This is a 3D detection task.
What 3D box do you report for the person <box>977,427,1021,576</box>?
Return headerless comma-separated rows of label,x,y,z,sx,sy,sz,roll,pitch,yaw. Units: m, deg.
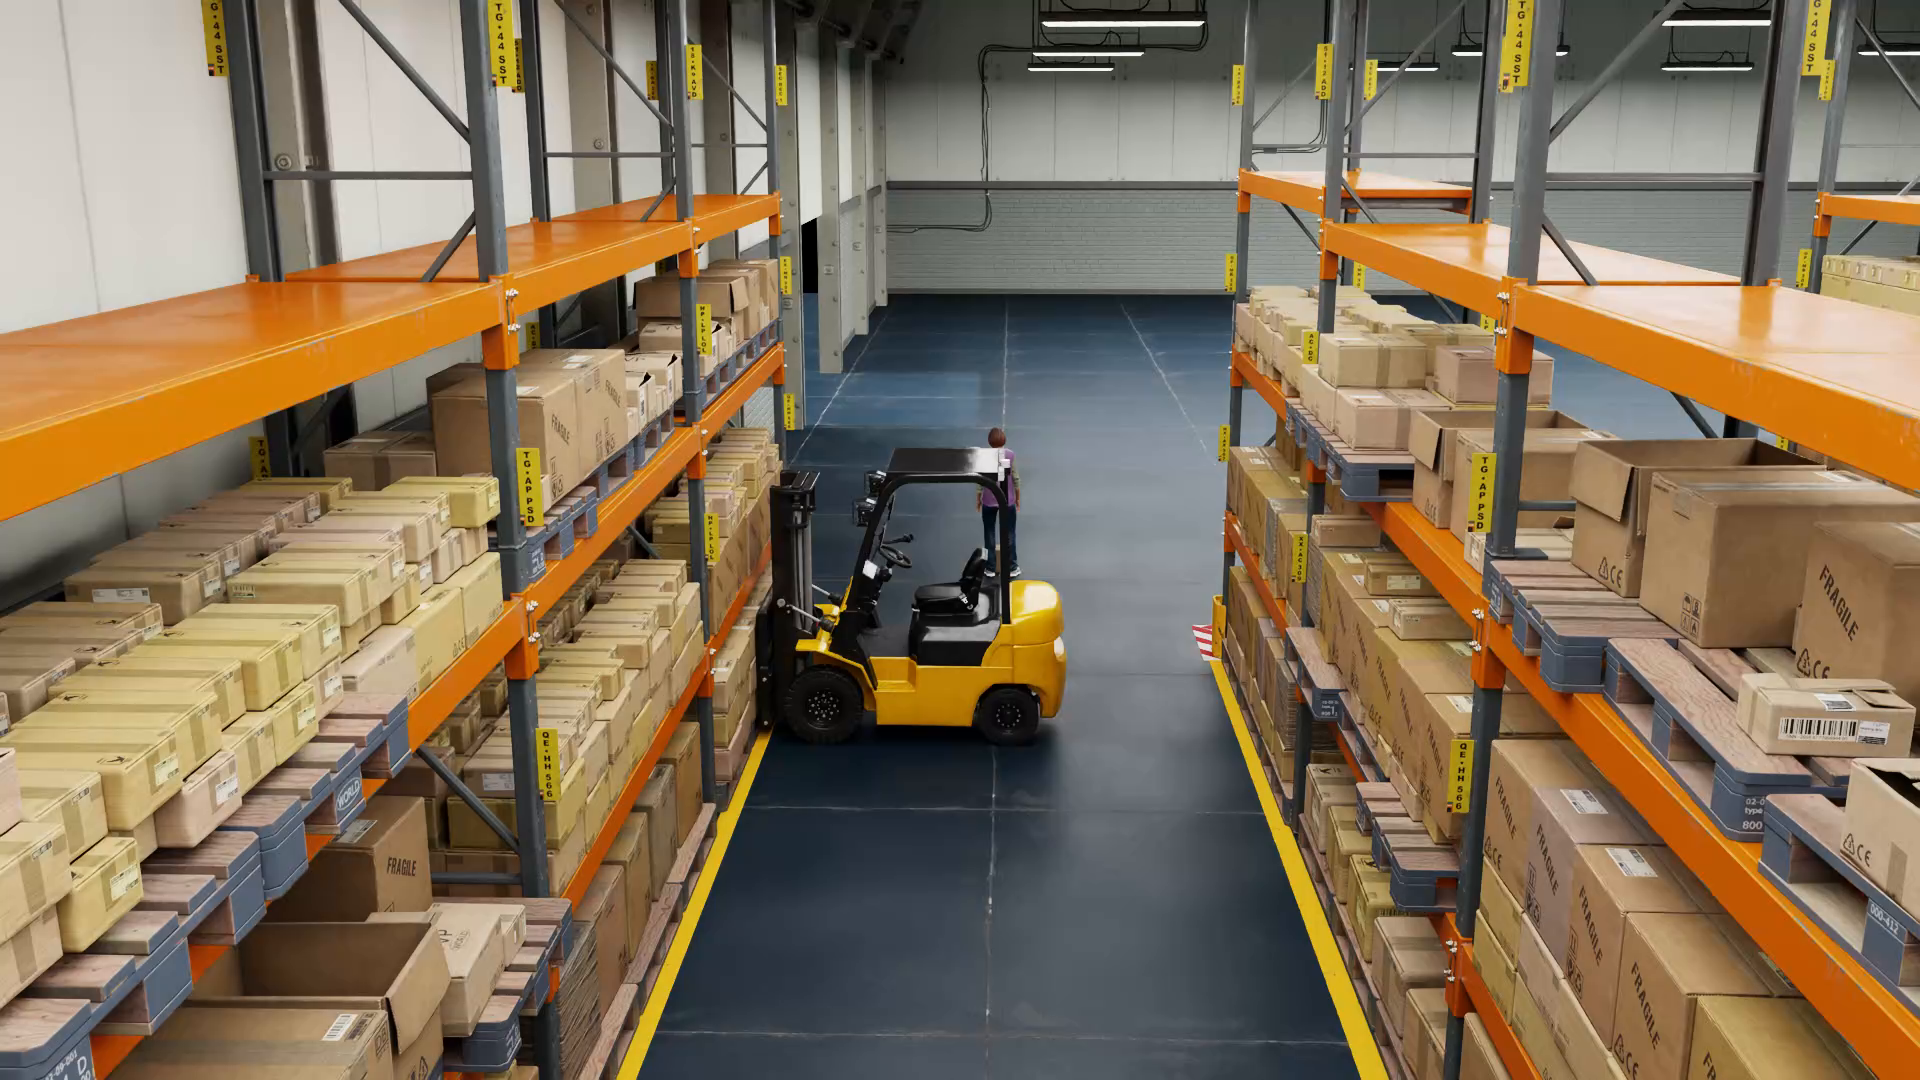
person,0.413,-0.394,17.586,0.474,1.593,0.345,0,14,0
